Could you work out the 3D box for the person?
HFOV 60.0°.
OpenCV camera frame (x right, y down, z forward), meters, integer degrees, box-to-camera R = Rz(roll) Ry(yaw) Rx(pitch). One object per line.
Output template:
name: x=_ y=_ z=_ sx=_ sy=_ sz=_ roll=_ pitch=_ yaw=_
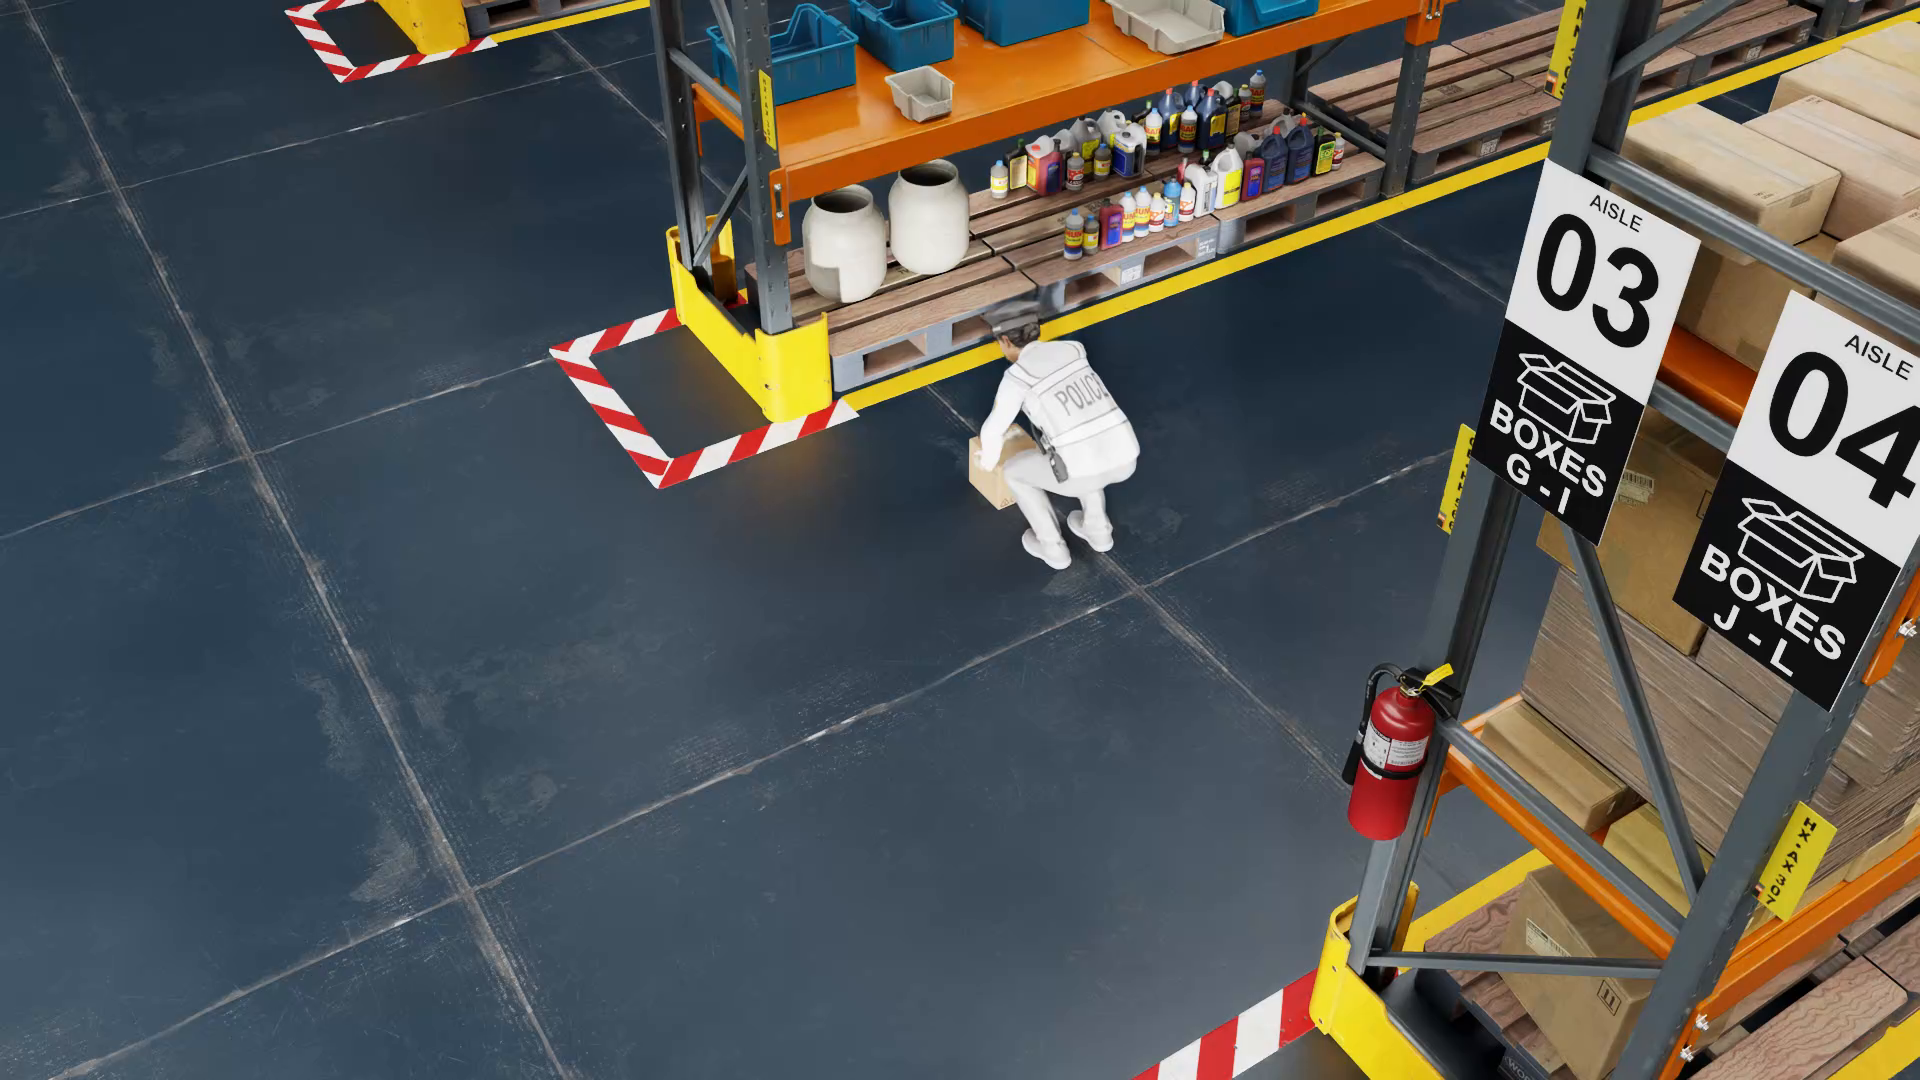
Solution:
person: x=0.385 y=-0.444 z=7.101 sx=0.509 sy=1.101 sz=0.809 roll=-23 pitch=46 yaw=-24
